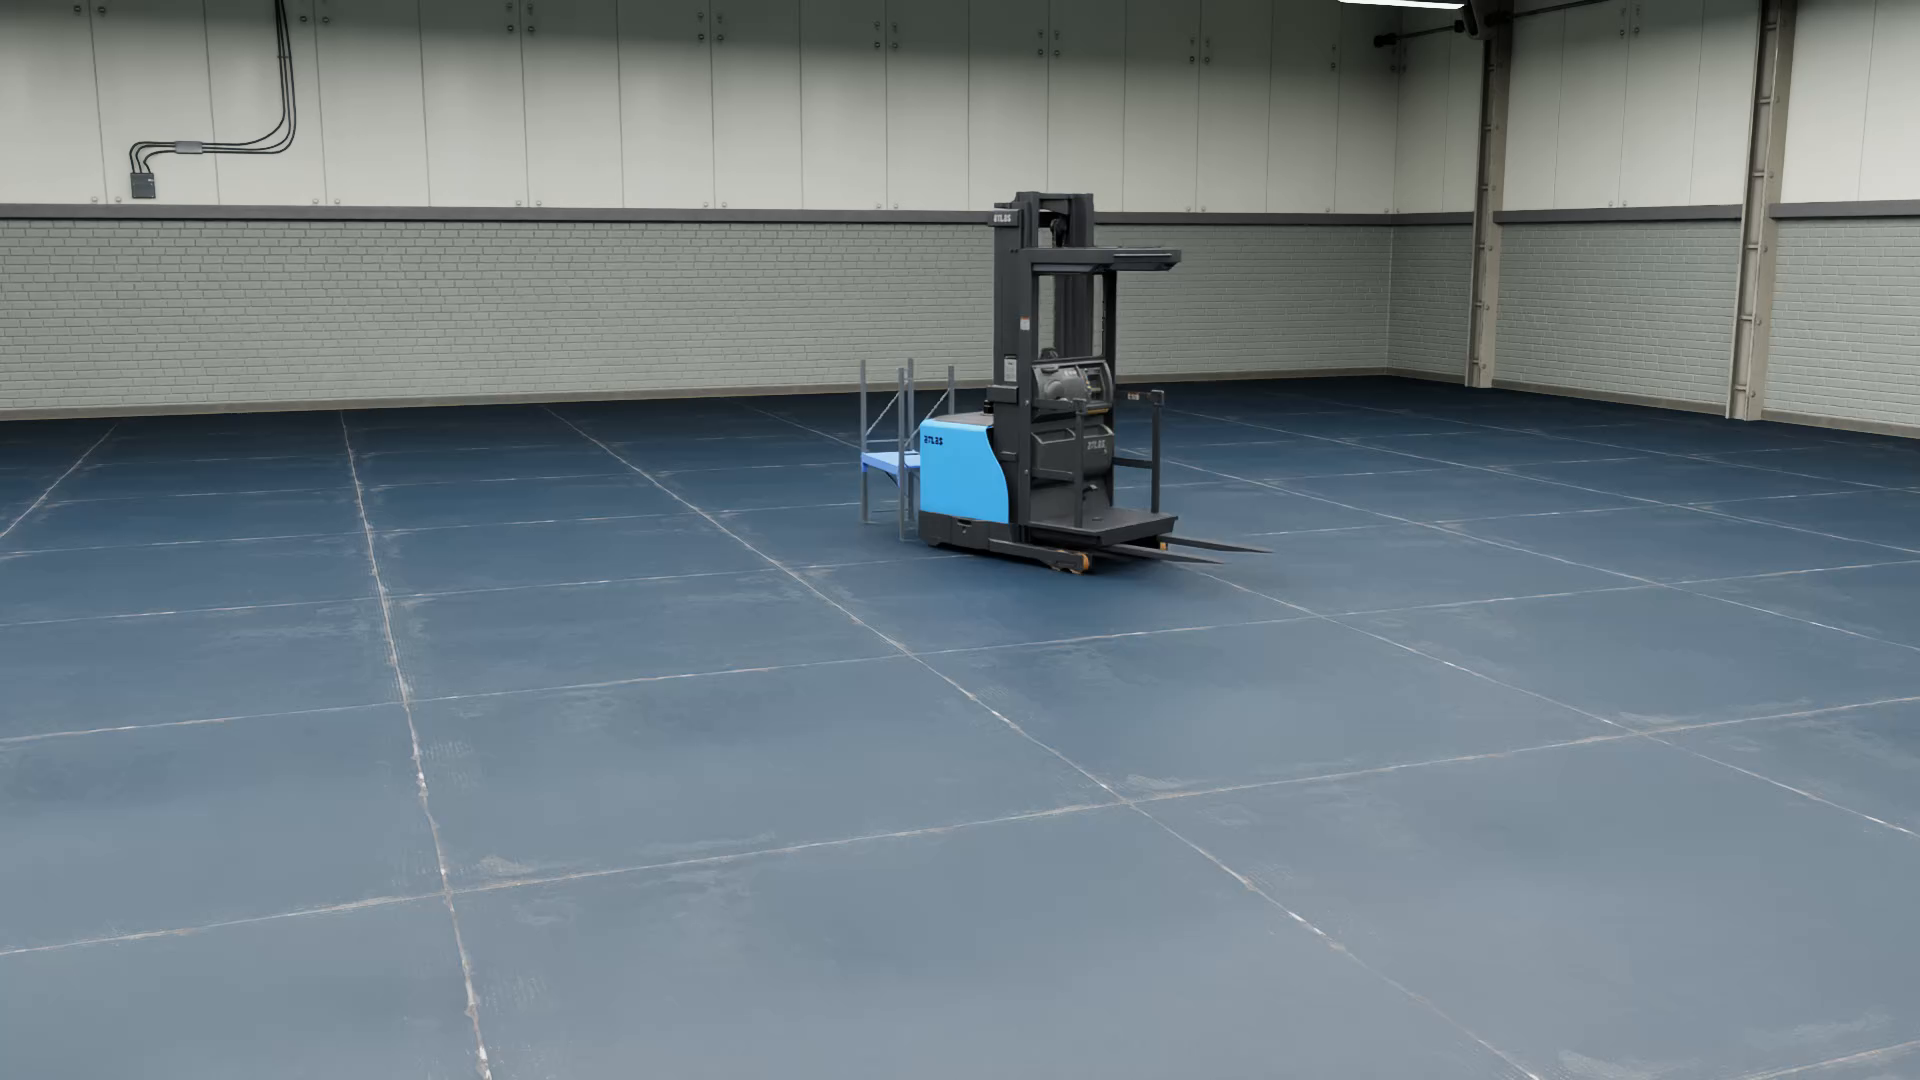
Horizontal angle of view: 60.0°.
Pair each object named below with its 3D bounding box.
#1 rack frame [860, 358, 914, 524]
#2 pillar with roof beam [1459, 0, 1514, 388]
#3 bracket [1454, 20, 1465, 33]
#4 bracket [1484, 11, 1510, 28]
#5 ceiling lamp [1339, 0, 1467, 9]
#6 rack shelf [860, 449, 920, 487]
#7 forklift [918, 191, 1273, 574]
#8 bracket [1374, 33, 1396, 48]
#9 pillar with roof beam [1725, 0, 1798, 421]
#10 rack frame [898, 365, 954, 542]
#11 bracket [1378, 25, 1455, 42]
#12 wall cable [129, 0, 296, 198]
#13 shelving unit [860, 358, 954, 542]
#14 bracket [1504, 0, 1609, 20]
[{"bbox_3d":[-0.664,-0.907,15.238,0.500,1.500,0.032,-4,11,-21],"label":"rack frame"},{"bbox_3d":[5.324,-6.916,27.604,9.100,9.000,0.548,-4,11,-21],"label":"pillar with roof beam"},{"bbox_3d":[8.855,-9.006,29.079,0.235,0.232,0.430,-4,11,-21],"label":"bracket"},{"bbox_3d":[9.156,-8.871,28.318,0.235,0.232,0.430,-4,11,-21],"label":"bracket"},{"bbox_3d":[6.113,-9.117,23.314,2.000,3.185,0.800,-4,11,-21],"label":"ceiling lamp"},{"bbox_3d":[-0.475,-0.647,14.804,0.538,0.185,1.000,-4,11,-21],"label":"rack shelf"},{"bbox_3d":[1.064,-1.280,13.246,3.031,2.935,1.130,9,14,43],"label":"forklift"},{"bbox_3d":[7.996,-9.393,31.254,0.235,0.232,0.430,-4,11,-21],"label":"bracket"},{"bbox_3d":[7.498,-5.936,22.099,9.100,9.000,0.400,-4,11,-21],"label":"pillar with roof beam"},{"bbox_3d":[-0.287,-0.742,14.308,0.500,1.500,0.032,-4,11,-21],"label":"rack frame"},{"bbox_3d":[8.210,-9.297,30.712,0.076,0.066,3.189,-4,11,-21],"label":"bracket"},{"bbox_3d":[-11.004,-8.029,24.152,2.305,6.003,0.169,-4,11,-21],"label":"wall cable"},{"bbox_3d":[-0.475,-0.825,14.773,0.538,1.500,1.048,-4,11,-21],"label":"shelving unit"},{"bbox_3d":[10.089,-8.450,25.953,0.076,0.066,4.783,-4,11,-21],"label":"bracket"}]
